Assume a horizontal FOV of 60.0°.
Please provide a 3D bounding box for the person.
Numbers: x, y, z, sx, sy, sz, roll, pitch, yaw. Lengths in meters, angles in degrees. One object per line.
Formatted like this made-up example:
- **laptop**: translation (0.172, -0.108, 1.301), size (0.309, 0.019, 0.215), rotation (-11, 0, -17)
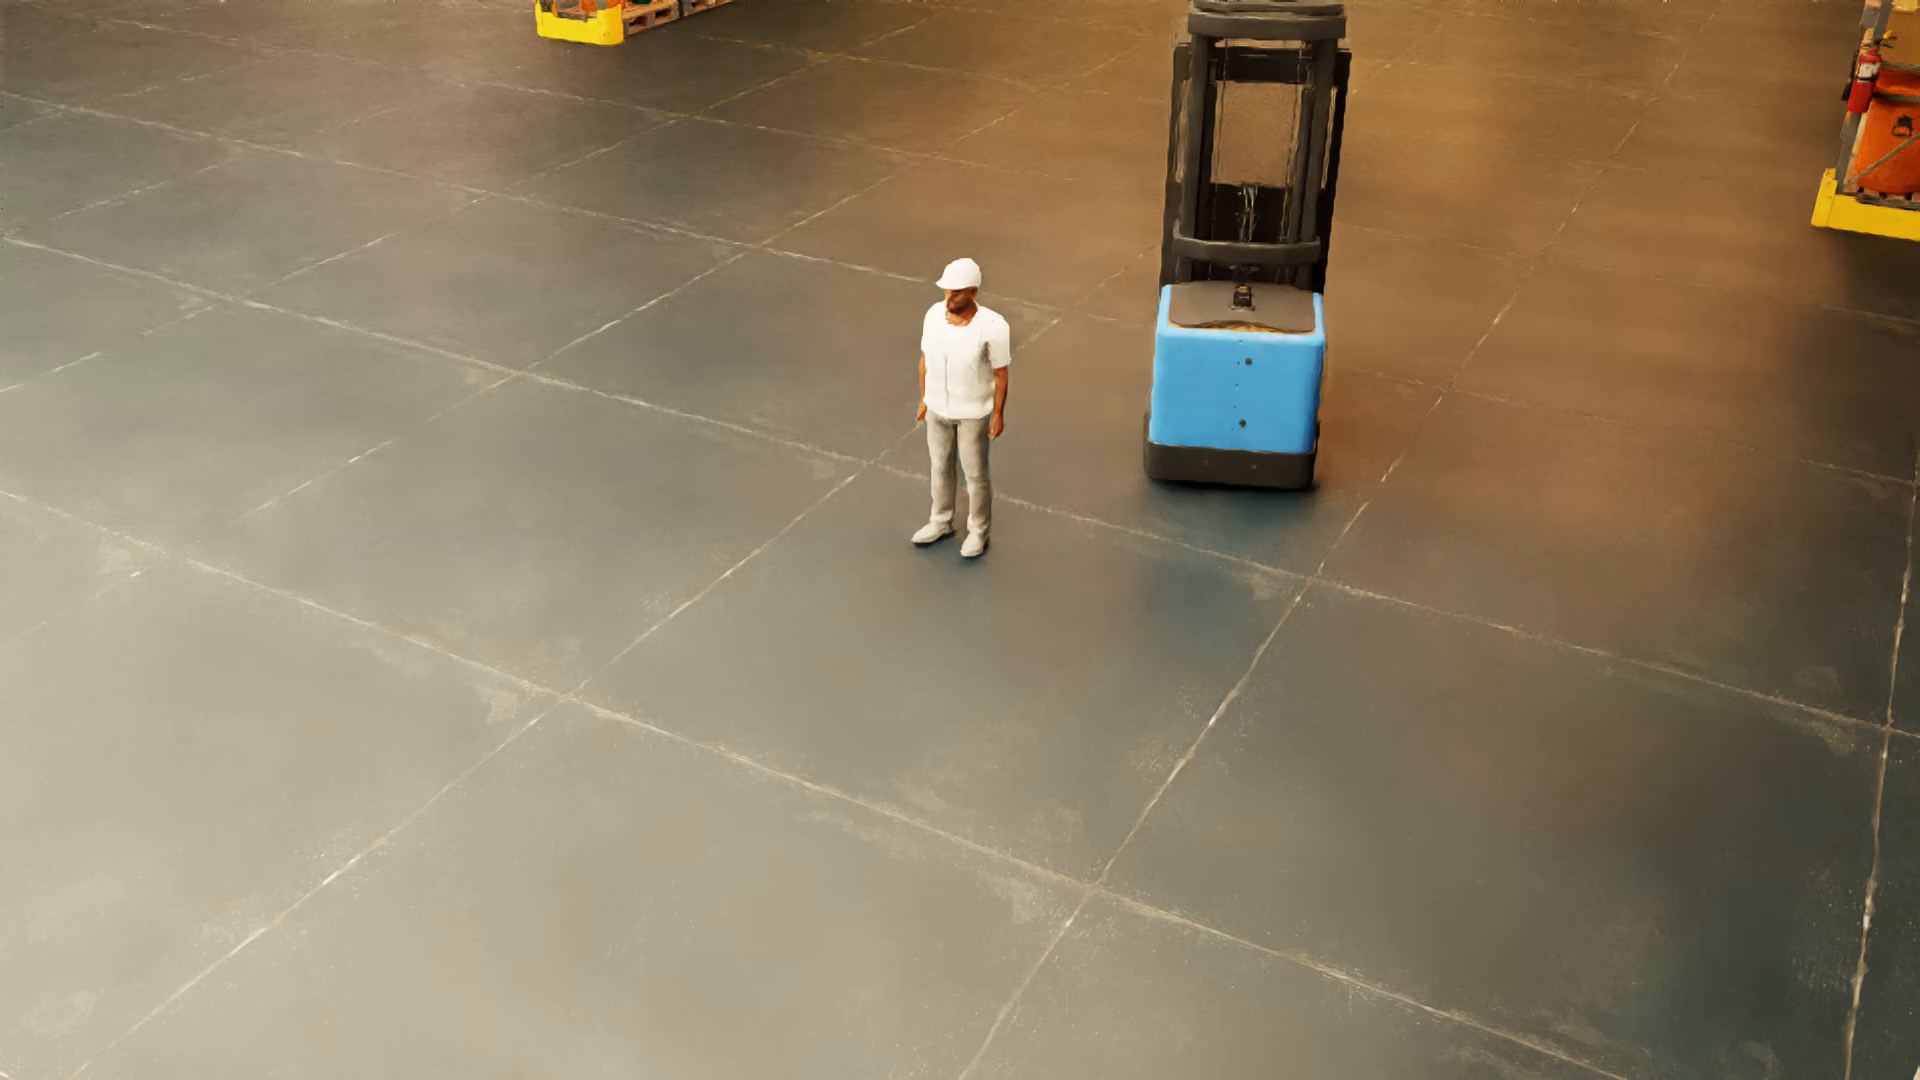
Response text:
- **person**: translation (-0.005, -0.760, 9.551), size (0.559, 1.771, 0.367), rotation (15, 33, 25)

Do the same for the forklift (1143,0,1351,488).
- **forklift**: translation (1.921, -2.310, 11.073), size (1.130, 2.935, 3.031), rotation (4, 30, 8)
